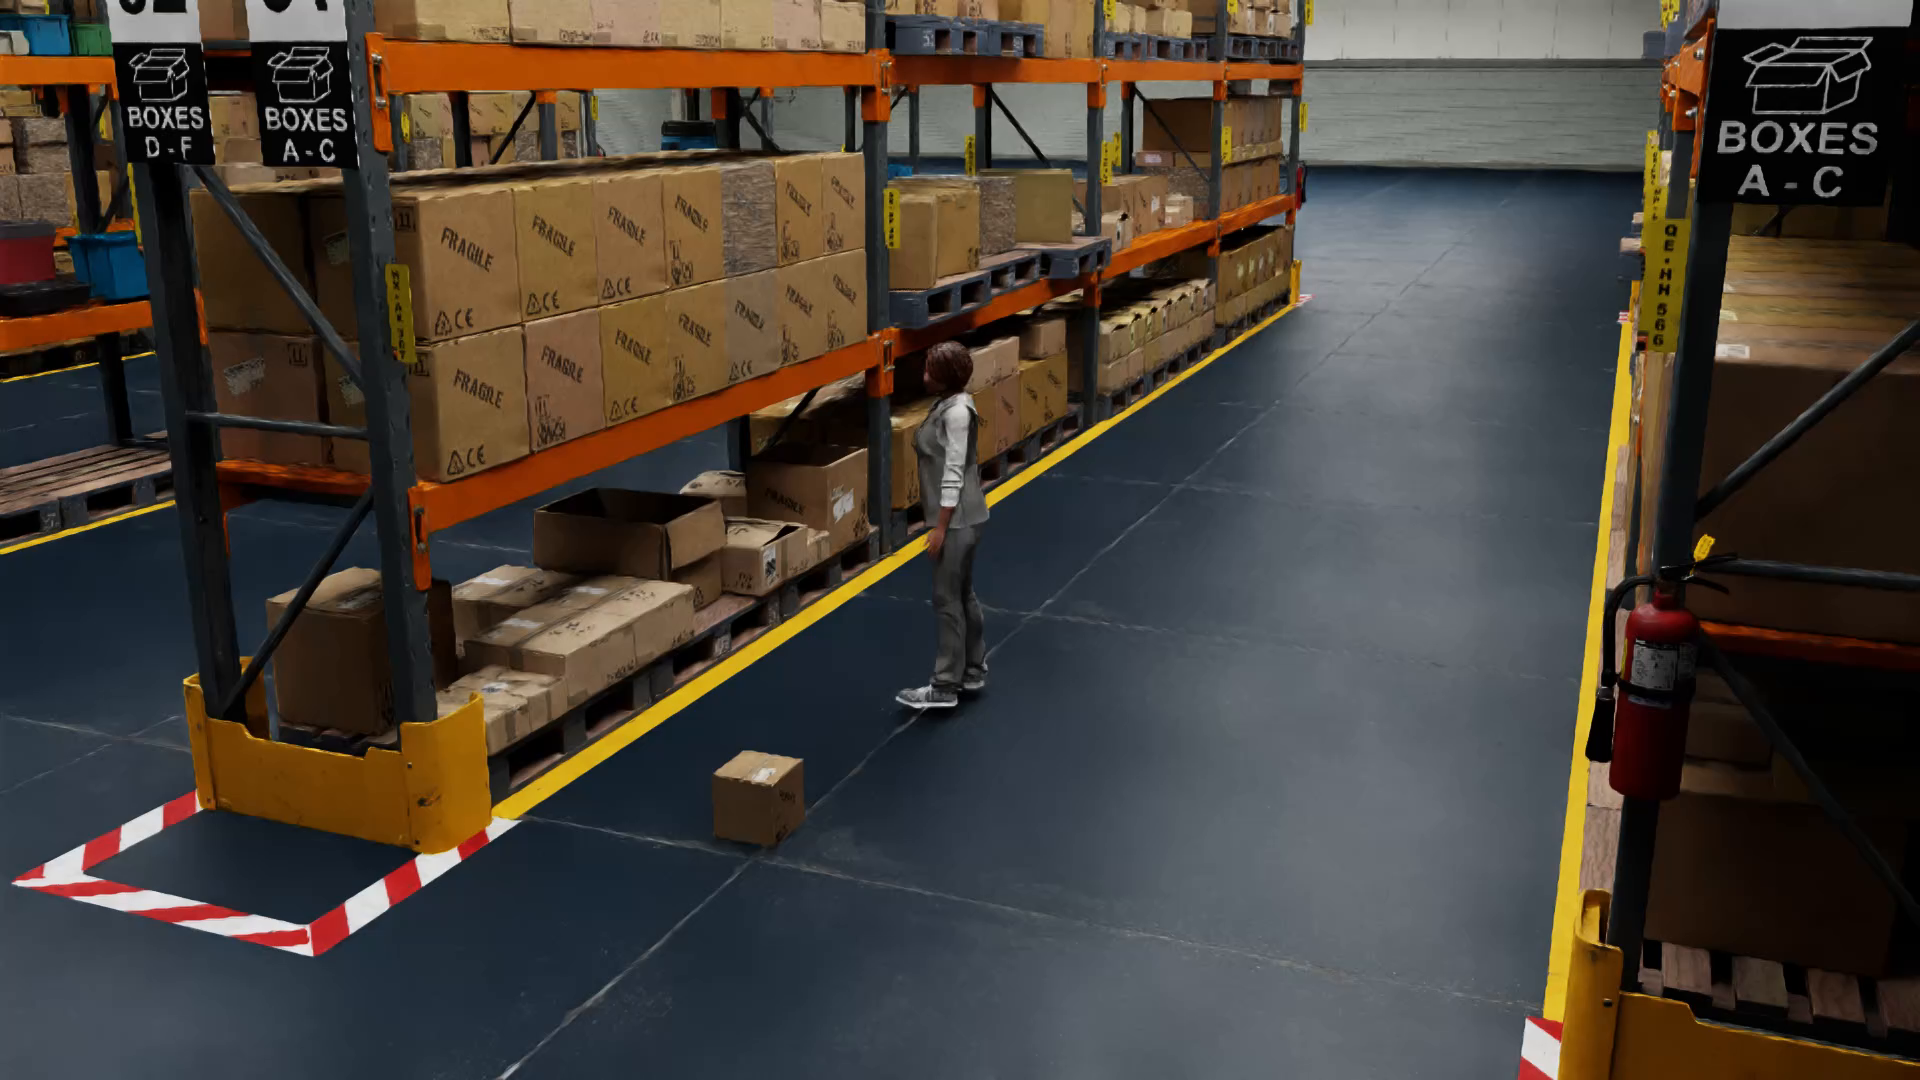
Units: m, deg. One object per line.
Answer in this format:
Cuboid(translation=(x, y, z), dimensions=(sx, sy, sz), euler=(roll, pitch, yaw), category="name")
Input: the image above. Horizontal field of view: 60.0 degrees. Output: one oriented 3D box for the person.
Cuboid(translation=(-0.078, -0.060, 7.185), dimensions=(0.421, 1.590, 0.489), euler=(-1, 16, -3), category="person")
